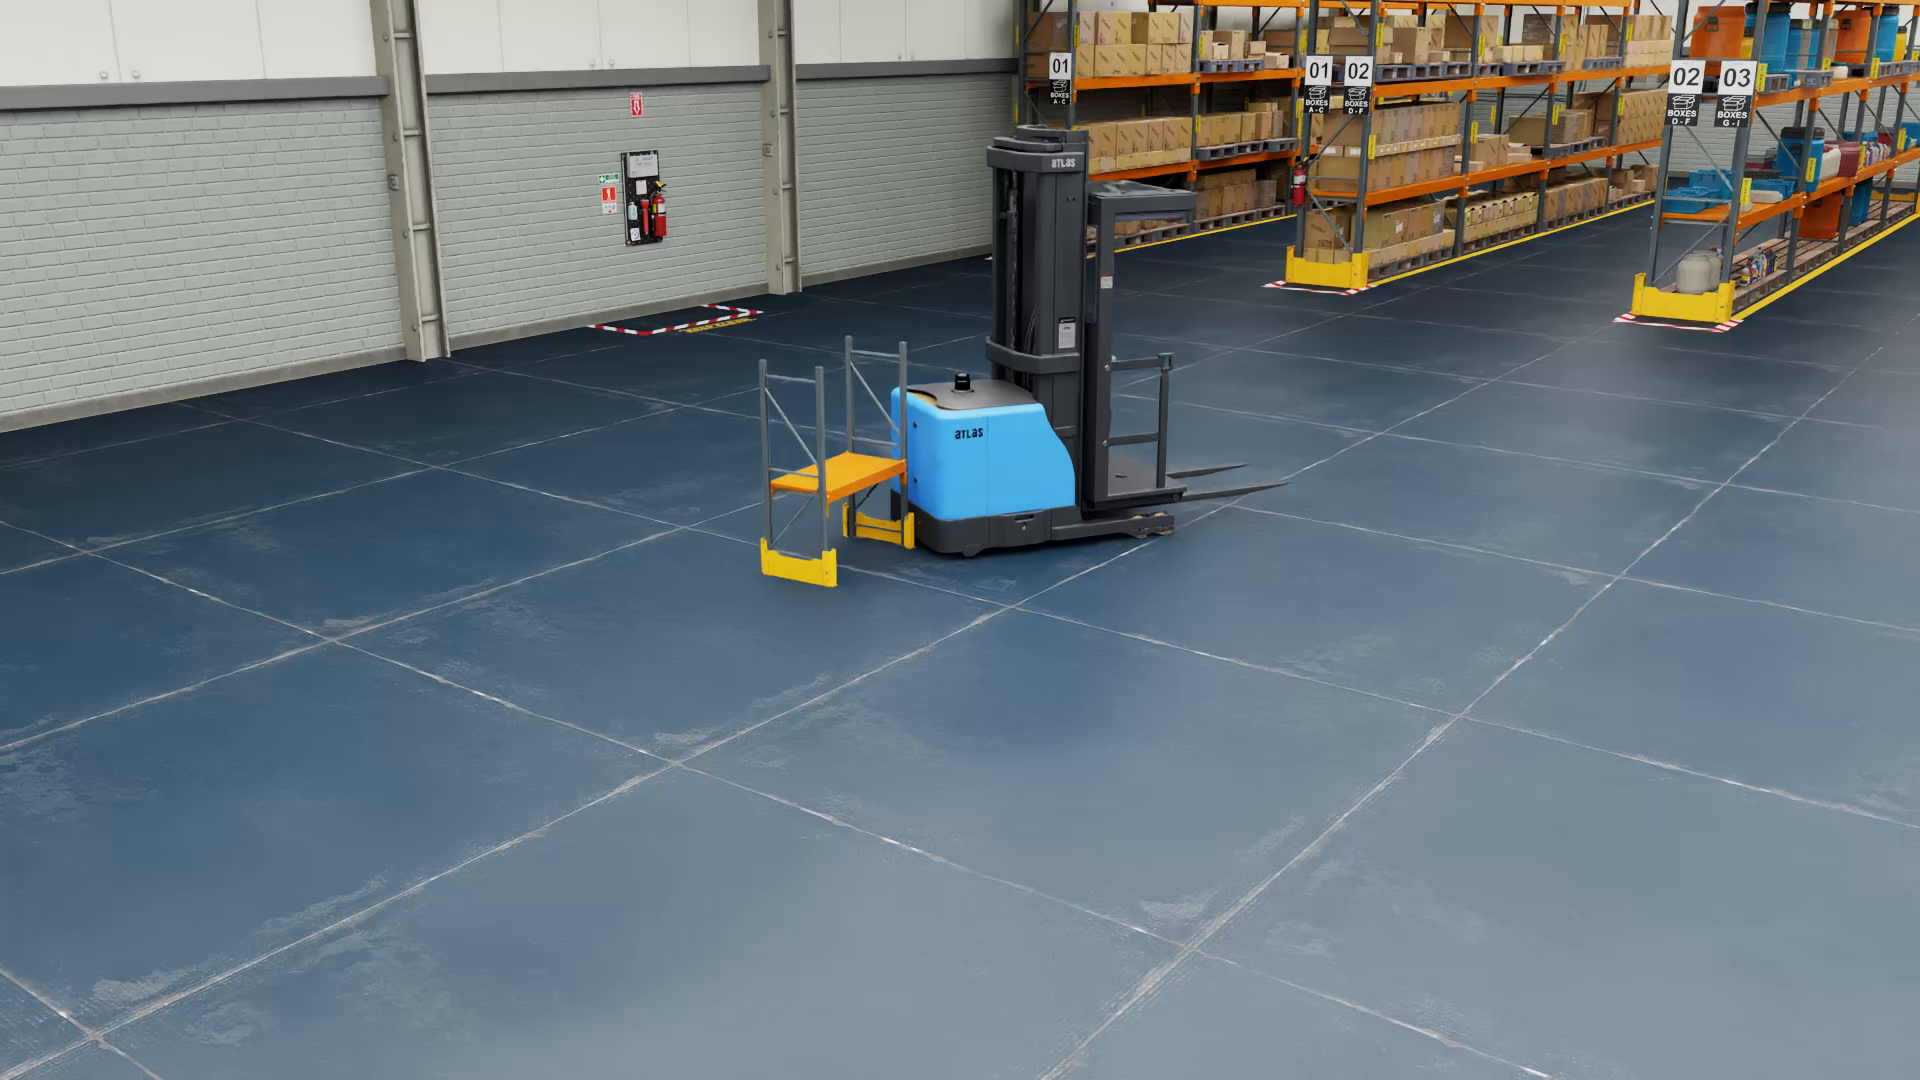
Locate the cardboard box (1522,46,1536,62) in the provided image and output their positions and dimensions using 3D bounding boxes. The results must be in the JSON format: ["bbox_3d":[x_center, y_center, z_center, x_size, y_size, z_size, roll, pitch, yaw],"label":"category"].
[{"bbox_3d":[9.594,-8.396,28.709,0.500,0.250,0.500,13,22,36],"label":"cardboard box"}]

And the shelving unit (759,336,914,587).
[{"bbox_3d":[-0.851,-0.576,11.568,0.587,1.500,1.083,10,20,29],"label":"shelving unit"}]

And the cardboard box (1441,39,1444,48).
[{"bbox_3d":[10.680,-11.248,37.726,0.500,0.250,0.500,13,22,36],"label":"cardboard box"}]

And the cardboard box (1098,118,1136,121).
[{"bbox_3d":[2.693,-6.983,28.627,0.500,0.500,0.500,13,22,36],"label":"cardboard box"}]

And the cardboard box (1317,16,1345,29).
[{"bbox_3d":[7.573,-10.636,34.202,0.500,0.250,0.500,12,21,33],"label":"cardboard box"}]

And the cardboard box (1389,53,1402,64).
[{"bbox_3d":[6.193,-7.004,24.162,0.380,0.149,0.250,12,21,35],"label":"cardboard box"}]

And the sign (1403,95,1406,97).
[{"bbox_3d":[10.461,-10.411,39.119,0.100,0.325,0.005,12,21,35],"label":"sign"}]

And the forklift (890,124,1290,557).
[{"bbox_3d":[1.044,-1.547,12.284,3.031,2.935,1.130,-7,19,-22],"label":"forklift"}]

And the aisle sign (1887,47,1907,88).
[{"bbox_3d":[18.664,-9.421,33.140,0.394,0.787,0.004,12,21,35],"label":"aisle sign"}]

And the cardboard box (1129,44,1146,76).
[{"bbox_3d":[2.727,-7.952,27.534,0.500,0.500,0.500,14,22,38],"label":"cardboard box"}]

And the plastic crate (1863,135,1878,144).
[{"bbox_3d":[17.485,-7.673,32.075,0.416,0.233,0.300,12,21,35],"label":"plastic crate"}]

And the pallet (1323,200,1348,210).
[{"bbox_3d":[7.394,-7.087,34.710,1.003,0.211,1.213,12,21,35],"label":"pallet"}]

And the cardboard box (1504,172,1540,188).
[{"bbox_3d":[10.516,-6.733,31.077,0.500,0.250,0.500,13,22,37],"label":"cardboard box"}]

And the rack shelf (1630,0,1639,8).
[{"bbox_3d":[13.692,-11.030,33.806,1.077,0.370,4.000,12,21,35],"label":"rack shelf"}]

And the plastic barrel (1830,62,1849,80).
[{"bbox_3d":[13.523,-7.227,25.633,0.301,0.262,0.301,0,17,0],"label":"plastic barrel"}]

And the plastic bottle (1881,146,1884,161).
[{"bbox_3d":[16.283,-6.860,29.485,0.152,0.276,0.135,12,21,35],"label":"plastic bottle"}]

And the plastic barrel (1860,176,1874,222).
[{"bbox_3d":[16.138,-6.229,30.075,0.600,0.901,0.708,12,21,35],"label":"plastic barrel"}]

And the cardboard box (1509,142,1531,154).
[{"bbox_3d":[9.865,-6.959,29.746,0.500,0.311,0.500,14,22,38],"label":"cardboard box"}]

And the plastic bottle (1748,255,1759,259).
[{"bbox_3d":[11.309,-3.931,23.696,0.152,0.276,0.135,12,21,35],"label":"plastic bottle"}]

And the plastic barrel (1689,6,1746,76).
[{"bbox_3d":[9.514,-6.275,20.904,0.600,0.830,0.708,12,21,35],"label":"plastic barrel"}]

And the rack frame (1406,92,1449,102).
[{"bbox_3d":[10.903,-9.860,38.938,1.000,3.000,0.127,12,21,35],"label":"rack frame"}]

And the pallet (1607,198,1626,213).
[{"bbox_3d":[12.910,-6.865,33.994,1.003,0.211,1.213,12,21,35],"label":"pallet"}]

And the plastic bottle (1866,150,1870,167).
[{"bbox_3d":[15.437,-6.521,28.395,0.152,0.276,0.135,12,21,35],"label":"plastic bottle"}]

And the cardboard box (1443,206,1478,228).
[{"bbox_3d":[8.180,-5.338,27.356,0.500,0.311,0.500,13,21,35],"label":"cardboard box"}]

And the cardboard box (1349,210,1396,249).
[{"bbox_3d":[6.145,-4.629,24.755,0.500,0.500,0.500,12,21,35],"label":"cardboard box"}]

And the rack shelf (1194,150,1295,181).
[{"bbox_3d":[4.945,-7.135,31.375,1.077,0.370,4.000,12,21,35],"label":"rack shelf"}]

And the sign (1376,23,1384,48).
[{"bbox_3d":[5.793,-6.963,22.944,0.100,0.325,0.005,12,21,35],"label":"sign"}]

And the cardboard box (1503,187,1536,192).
[{"bbox_3d":[10.486,-6.361,31.143,0.500,0.500,0.500,13,22,37],"label":"cardboard box"}]

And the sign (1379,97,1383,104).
[{"bbox_3d":[8.961,-9.329,35.409,0.100,0.325,0.005,12,21,35],"label":"sign"}]

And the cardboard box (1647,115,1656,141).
[{"bbox_3d":[14.228,-8.637,34.830,0.500,0.500,0.500,13,21,35],"label":"cardboard box"}]

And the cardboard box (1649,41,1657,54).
[{"bbox_3d":[13.891,-10.060,33.934,0.500,0.250,0.500,12,21,35],"label":"cardboard box"}]

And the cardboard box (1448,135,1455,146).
[{"bbox_3d":[7.595,-6.324,26.289,0.380,0.149,0.250,12,21,34],"label":"cardboard box"}]

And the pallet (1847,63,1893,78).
[{"bbox_3d":[14.627,-7.712,27.279,1.003,0.211,1.213,12,21,35],"label":"pallet"}]

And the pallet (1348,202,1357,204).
[{"bbox_3d":[8.121,-7.379,35.649,1.003,0.211,1.213,12,21,35],"label":"pallet"}]

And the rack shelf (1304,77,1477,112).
[{"bbox_3d":[6.542,-6.740,25.047,1.077,0.370,4.000,12,21,35],"label":"rack shelf"}]

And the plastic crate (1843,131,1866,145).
[{"bbox_3d":[16.481,-7.350,30.779,0.392,0.384,0.575,12,21,35],"label":"plastic crate"}]

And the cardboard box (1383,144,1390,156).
[{"bbox_3d":[6.062,-5.711,24.313,0.380,0.149,0.250,13,21,35],"label":"cardboard box"}]

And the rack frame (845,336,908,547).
[{"bbox_3d":[-0.598,-0.703,11.979,0.500,1.500,0.032,10,20,29],"label":"rack frame"}]

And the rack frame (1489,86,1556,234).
[{"bbox_3d":[10.117,-7.081,29.987,1.000,3.000,0.127,12,21,35],"label":"rack frame"}]

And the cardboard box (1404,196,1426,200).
[{"bbox_3d":[7.206,-5.318,26.976,0.500,0.500,0.500,12,21,35],"label":"cardboard box"}]

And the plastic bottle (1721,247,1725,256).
[{"bbox_3d":[11.011,-4.052,23.960,0.144,0.351,0.185,12,21,35],"label":"plastic bottle"}]

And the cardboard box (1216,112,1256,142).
[{"bbox_3d":[5.140,-7.799,31.388,0.700,0.500,0.500,12,21,35],"label":"cardboard box"}]

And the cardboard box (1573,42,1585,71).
[{"bbox_3d":[10.964,-8.916,30.671,0.910,0.500,0.500,12,21,35],"label":"cardboard box"}]

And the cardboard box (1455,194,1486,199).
[{"bbox_3d":[8.957,-5.915,29.217,0.500,0.311,0.500,12,21,33],"label":"cardboard box"}]

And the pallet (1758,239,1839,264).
[{"bbox_3d":[13.600,-4.695,27.007,1.003,0.211,1.213,12,21,35],"label":"pallet"}]

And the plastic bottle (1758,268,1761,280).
[{"bbox_3d":[11.102,-3.727,23.166,0.097,0.201,0.097,0,17,0],"label":"plastic bottle"}]

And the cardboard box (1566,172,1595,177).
[{"bbox_3d":[12.612,-7.235,33.959,0.500,0.500,0.500,12,21,35],"label":"cardboard box"}]

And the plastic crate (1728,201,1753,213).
[{"bbox_3d":[10.118,-4.329,21.572,0.298,0.136,0.250,12,21,35],"label":"plastic crate"}]

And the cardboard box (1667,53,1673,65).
[{"bbox_3d":[14.789,-10.178,35.156,0.500,0.250,0.500,12,21,35],"label":"cardboard box"}]

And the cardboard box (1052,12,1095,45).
[{"bbox_3d":[1.794,-8.066,26.213,0.500,0.500,0.500,11,20,31],"label":"cardboard box"}]

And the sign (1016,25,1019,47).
[{"bbox_3d":[0.936,-8.008,26.422,0.100,0.325,0.005,12,21,35],"label":"sign"}]

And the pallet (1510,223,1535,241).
[{"bbox_3d":[9.595,-5.560,29.791,1.003,0.211,1.213,12,21,35],"label":"pallet"}]

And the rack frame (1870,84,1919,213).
[{"bbox_3d":[18.860,-8.110,33.301,1.000,3.000,0.127,12,21,35],"label":"rack frame"}]

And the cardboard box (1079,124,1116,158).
[{"bbox_3d":[2.198,-6.522,27.143,0.500,0.500,0.500,12,21,35],"label":"cardboard box"}]

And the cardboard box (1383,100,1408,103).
[{"bbox_3d":[9.296,-9.350,36.790,0.980,0.700,0.700,12,21,33],"label":"cardboard box"}]

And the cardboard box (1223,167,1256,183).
[{"bbox_3d":[5.359,-7.024,32.014,0.500,0.250,0.500,13,21,36],"label":"cardboard box"}]

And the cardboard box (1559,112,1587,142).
[{"bbox_3d":[11.497,-7.850,31.587,0.700,0.500,0.500,7,19,21],"label":"cardboard box"}]

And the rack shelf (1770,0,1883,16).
[{"bbox_3d":[12.901,-8.059,24.908,1.077,0.370,4.000,12,21,35],"label":"rack shelf"}]
